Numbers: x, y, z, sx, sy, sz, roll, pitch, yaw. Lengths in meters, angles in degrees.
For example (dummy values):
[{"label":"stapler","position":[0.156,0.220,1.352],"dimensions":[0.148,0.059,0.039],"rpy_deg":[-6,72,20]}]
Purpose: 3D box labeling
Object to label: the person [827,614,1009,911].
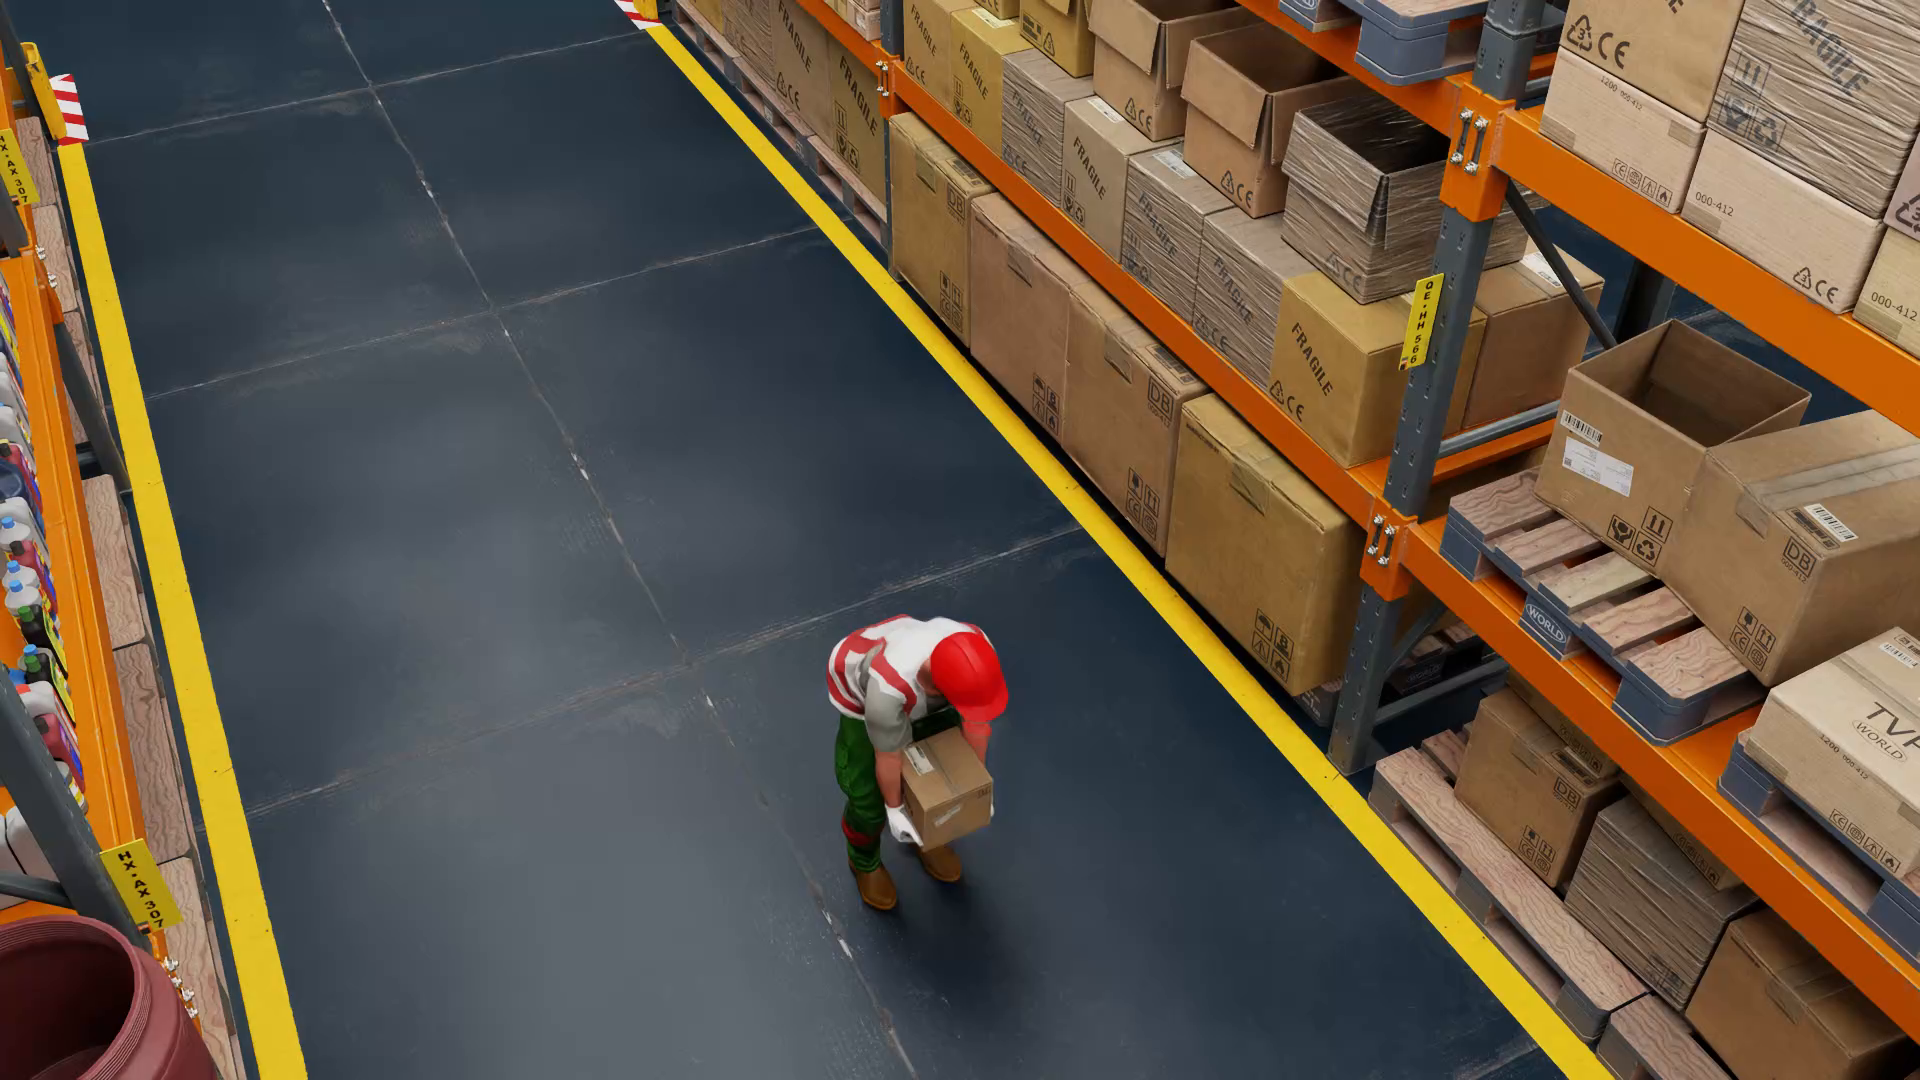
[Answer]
[{"label":"person","position":[-0.120,0.723,5.492],"dimensions":[0.485,1.541,0.819],"rpy_deg":[-20,45,-21]}]
